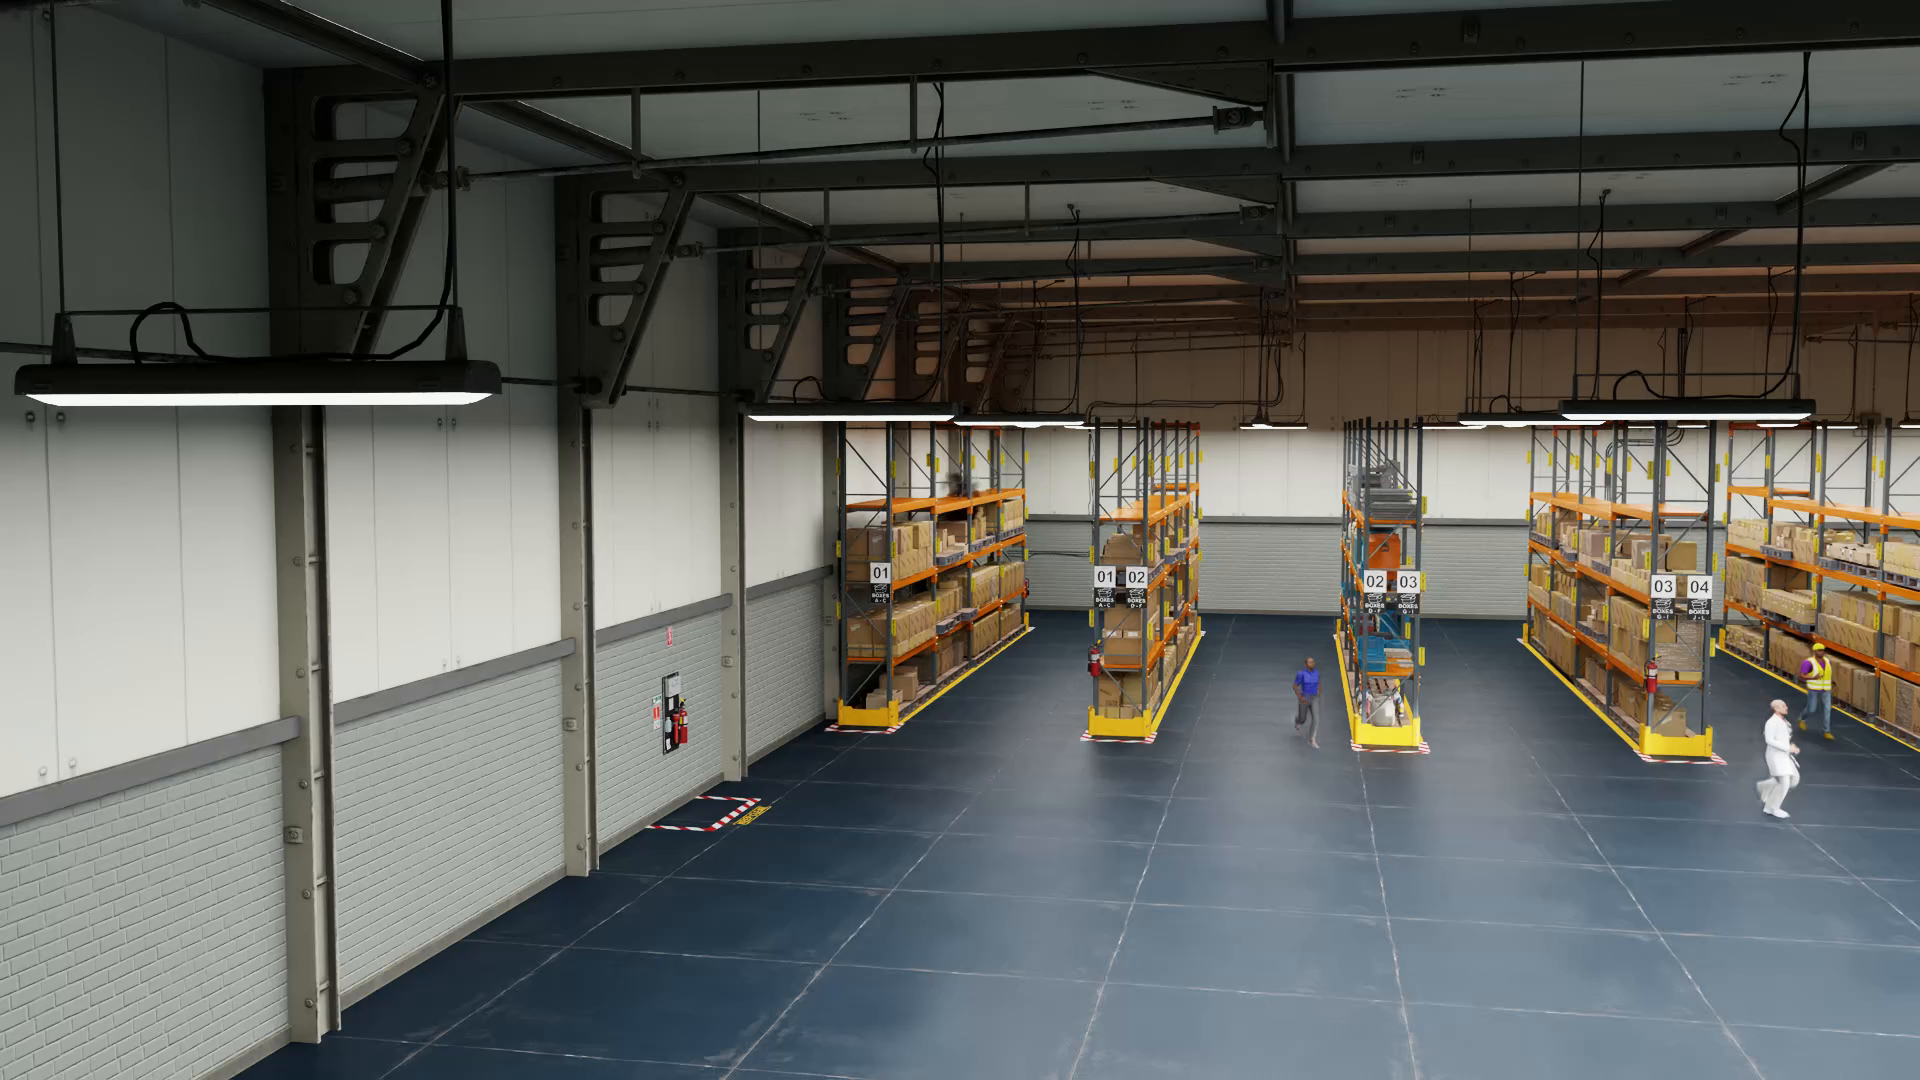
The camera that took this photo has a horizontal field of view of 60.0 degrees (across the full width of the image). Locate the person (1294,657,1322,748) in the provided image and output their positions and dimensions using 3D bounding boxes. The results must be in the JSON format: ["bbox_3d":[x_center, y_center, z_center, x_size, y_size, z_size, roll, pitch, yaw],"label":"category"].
[{"bbox_3d":[6.402,2.958,30.558,0.568,1.632,0.870,0,4,-5],"label":"person"}]

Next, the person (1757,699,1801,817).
[{"bbox_3d":[12.219,3.247,24.812,0.647,1.744,0.755,3,5,42],"label":"person"}]

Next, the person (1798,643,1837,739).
[{"bbox_3d":[16.095,2.804,31.180,0.712,1.744,0.961,0,4,0],"label":"person"}]
